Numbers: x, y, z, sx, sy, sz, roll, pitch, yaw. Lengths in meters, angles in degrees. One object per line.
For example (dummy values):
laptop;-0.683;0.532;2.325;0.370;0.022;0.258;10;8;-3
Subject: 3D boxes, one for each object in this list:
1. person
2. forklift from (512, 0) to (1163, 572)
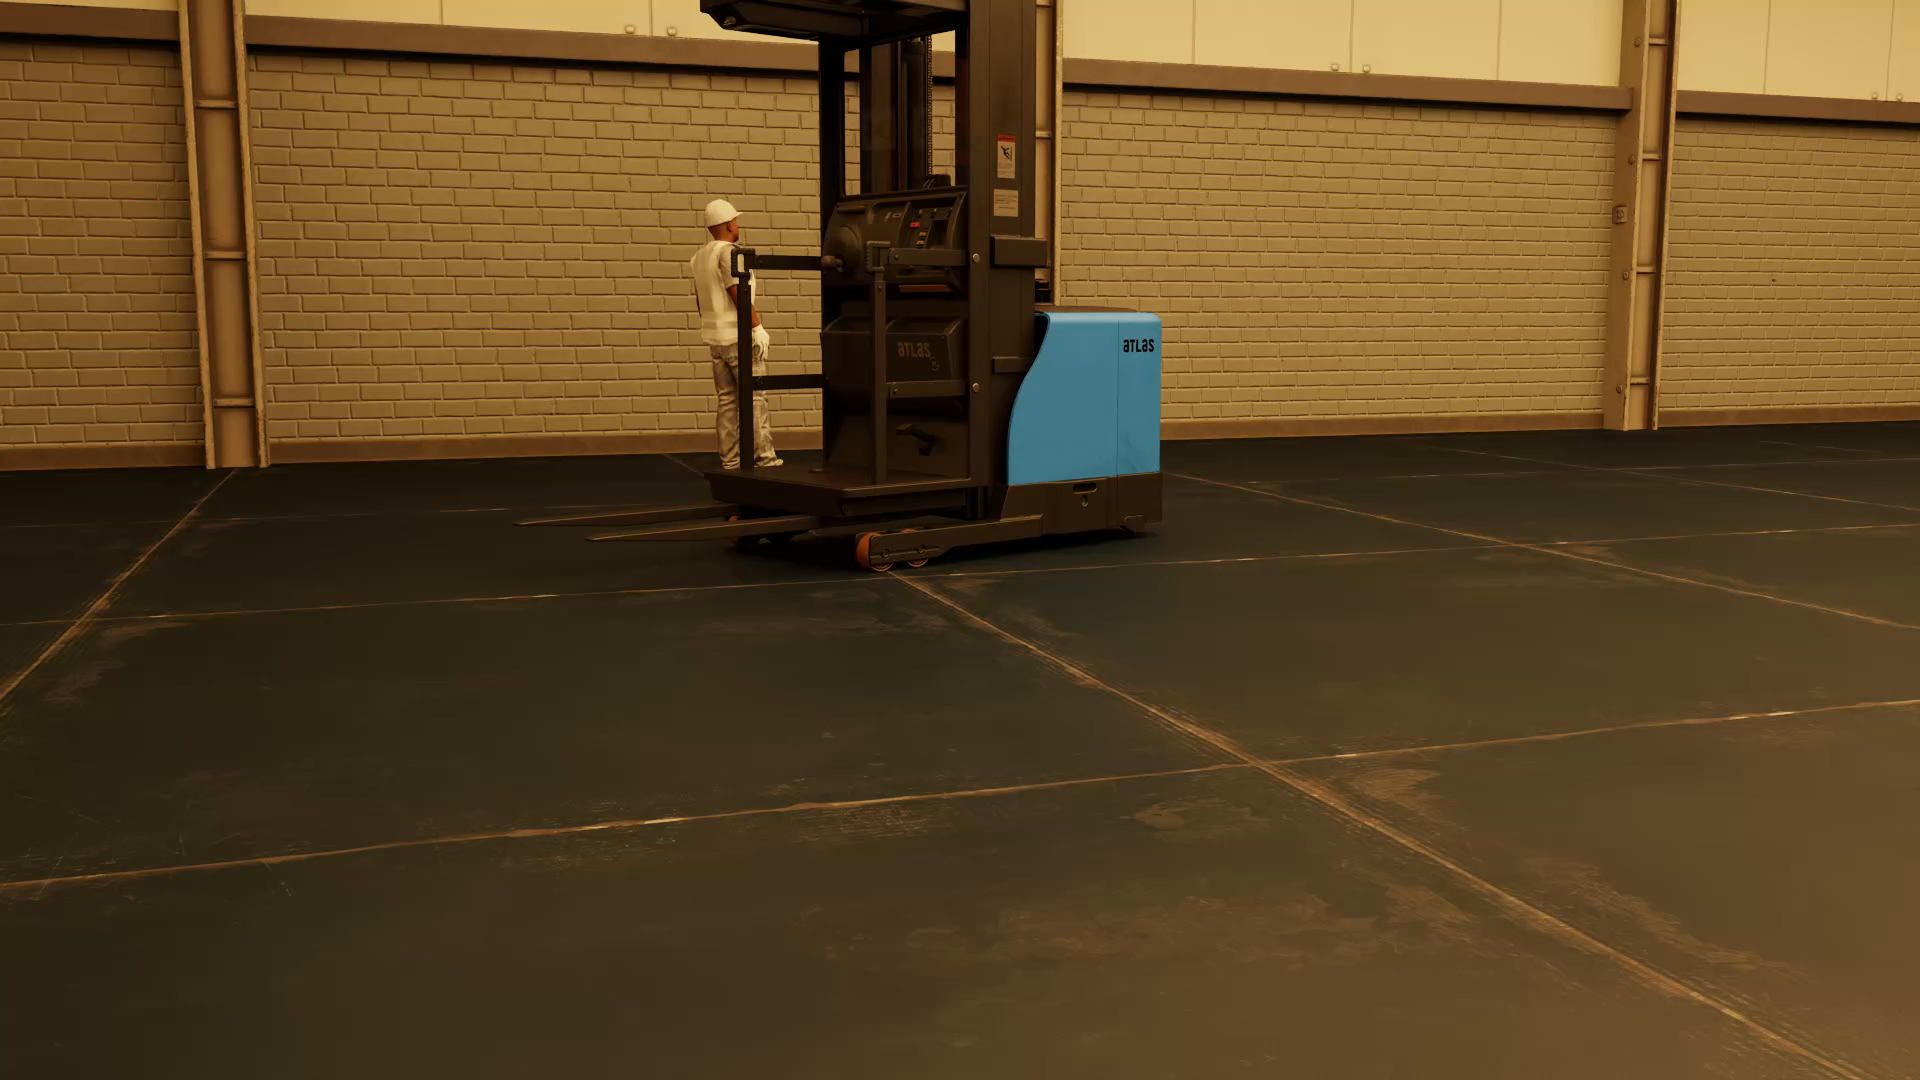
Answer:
person;-1.400;-1.293;10.757;0.577;1.784;0.657;-6;10;-36
forklift;-0.461;-1.399;7.333;3.031;2.935;1.130;-7;10;-40
